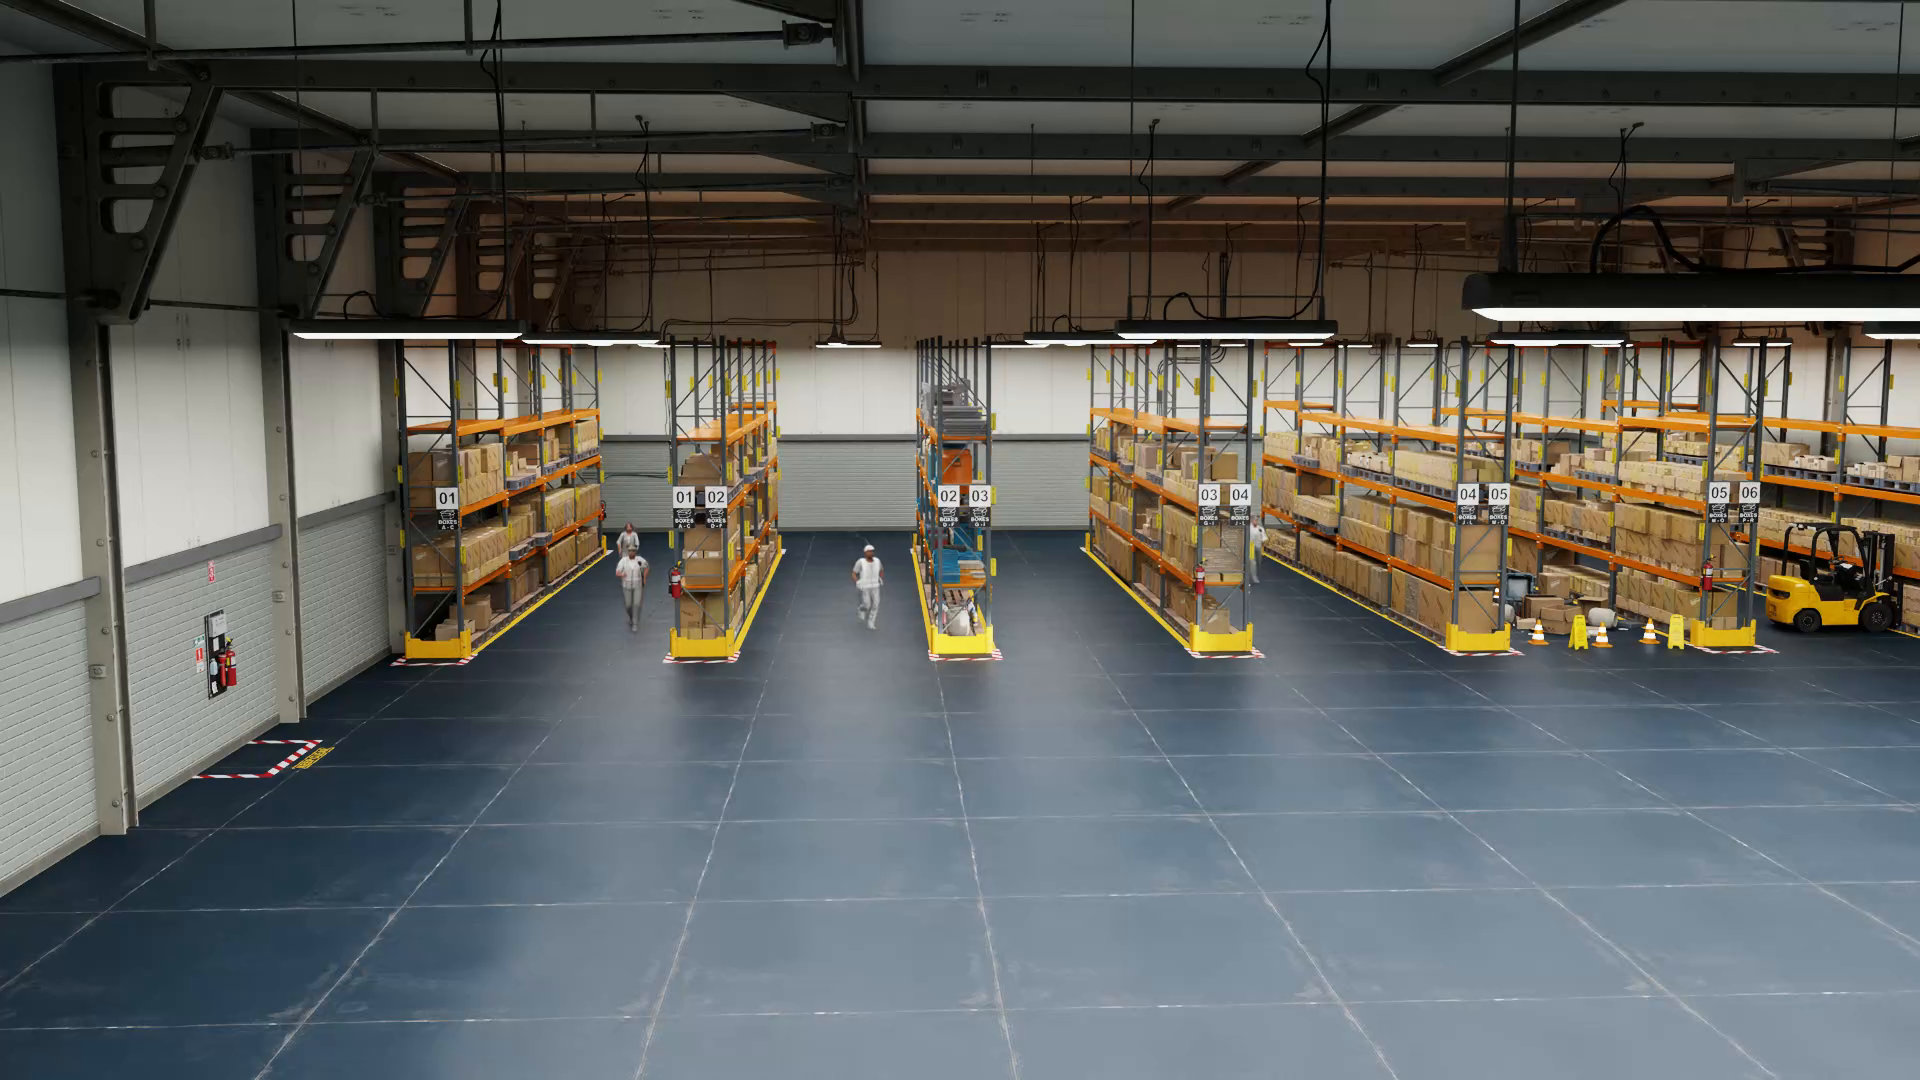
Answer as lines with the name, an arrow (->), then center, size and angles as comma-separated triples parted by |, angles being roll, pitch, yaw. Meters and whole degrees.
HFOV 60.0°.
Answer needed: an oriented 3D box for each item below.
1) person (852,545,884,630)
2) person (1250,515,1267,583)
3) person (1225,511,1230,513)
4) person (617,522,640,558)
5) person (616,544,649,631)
person -> -1.874, 0.966, 34.347 | 0.683, 1.735, 0.625 | -3, 7, -22
person -> 7.311, 0.199, 41.265 | 0.624, 1.669, 0.856 | -1, 7, -6
person -> 7.485, -0.547, 48.154 | 0.774, 1.706, 0.716 | 5, 8, 36
person -> -7.979, 0.381, 40.082 | 0.503, 1.613, 0.682 | -2, 7, -16
person -> -6.712, 0.943, 34.086 | 0.665, 1.747, 1.010 | -1, 7, -10
